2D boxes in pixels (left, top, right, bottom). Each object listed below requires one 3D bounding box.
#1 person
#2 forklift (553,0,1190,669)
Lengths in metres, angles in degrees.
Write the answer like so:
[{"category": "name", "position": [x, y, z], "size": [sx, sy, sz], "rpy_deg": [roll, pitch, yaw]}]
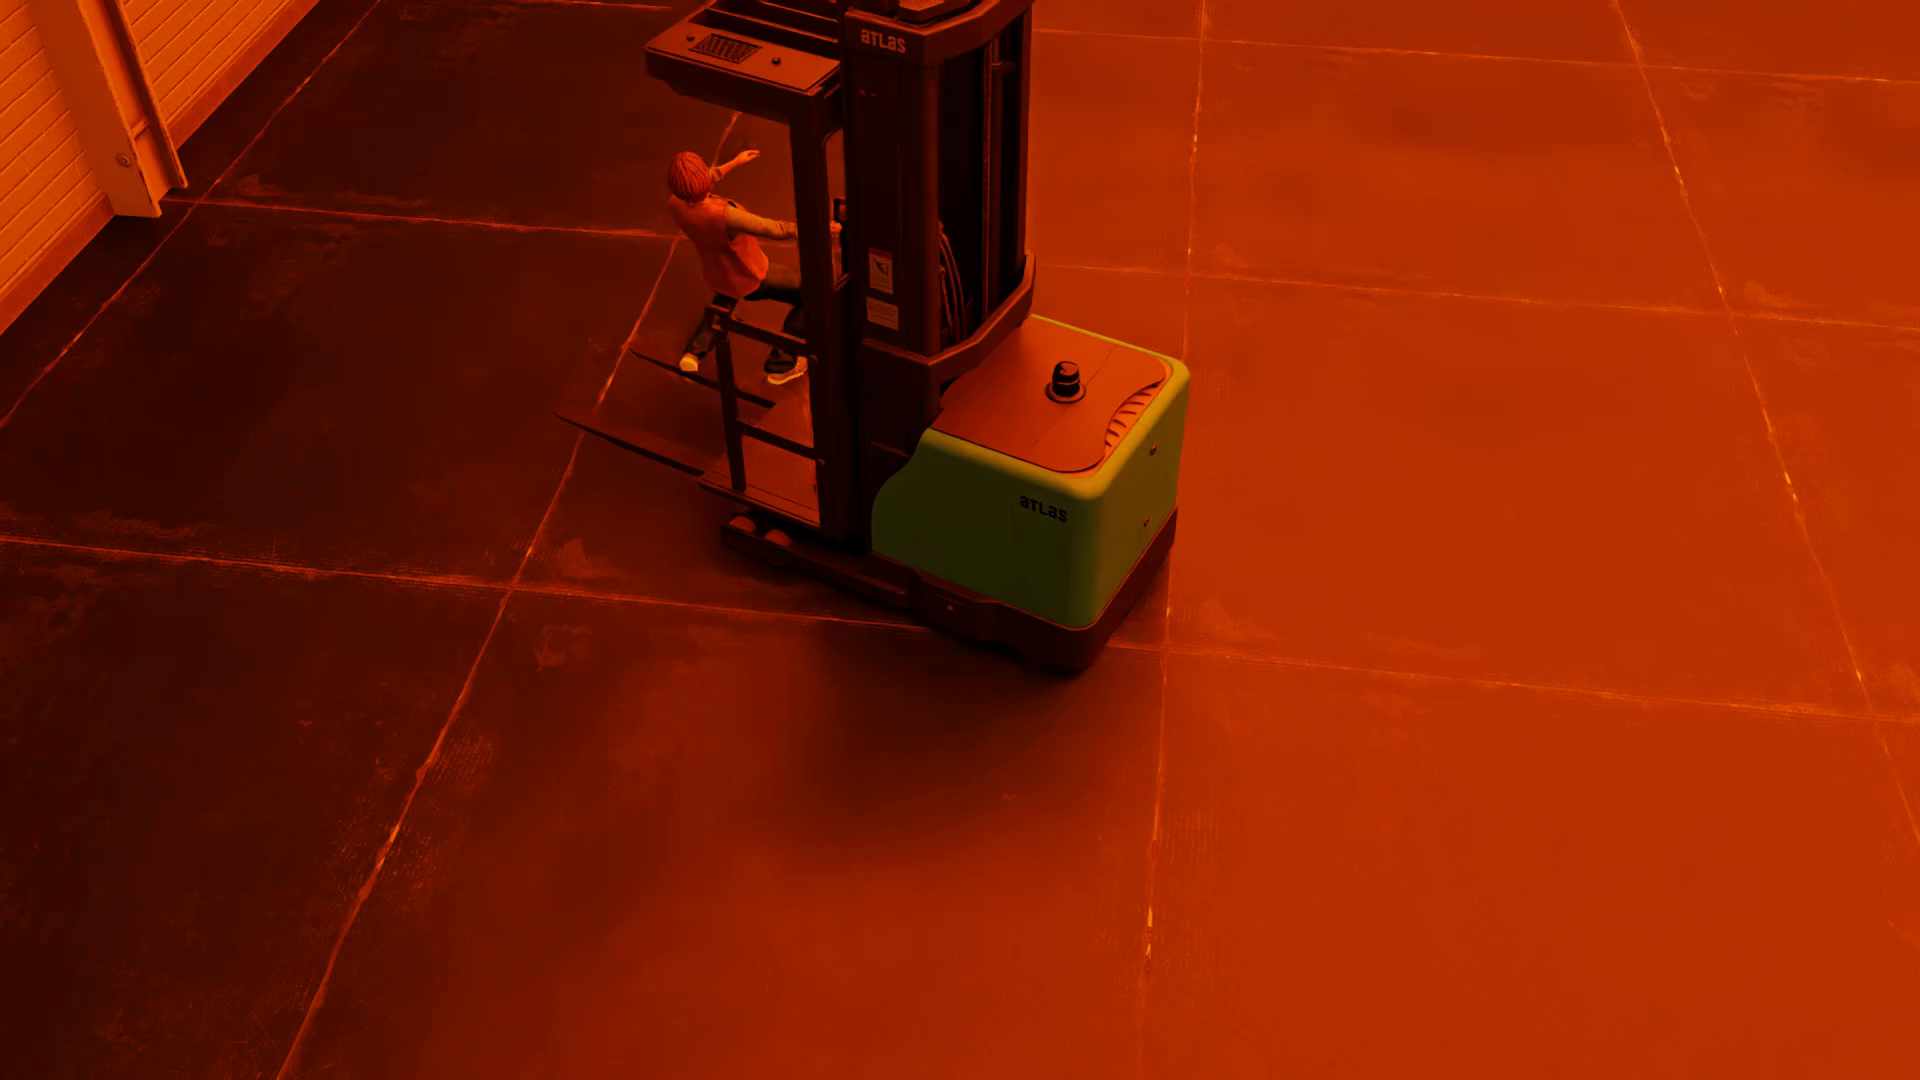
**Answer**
[{"category": "person", "position": [-0.982, -1.351, 8.183], "size": [0.768, 1.367, 0.738], "rpy_deg": [22, 47, 22]}, {"category": "forklift", "position": [-0.537, -1.252, 7.087], "size": [3.031, 2.935, 1.130], "rpy_deg": [21, 46, 21]}]
